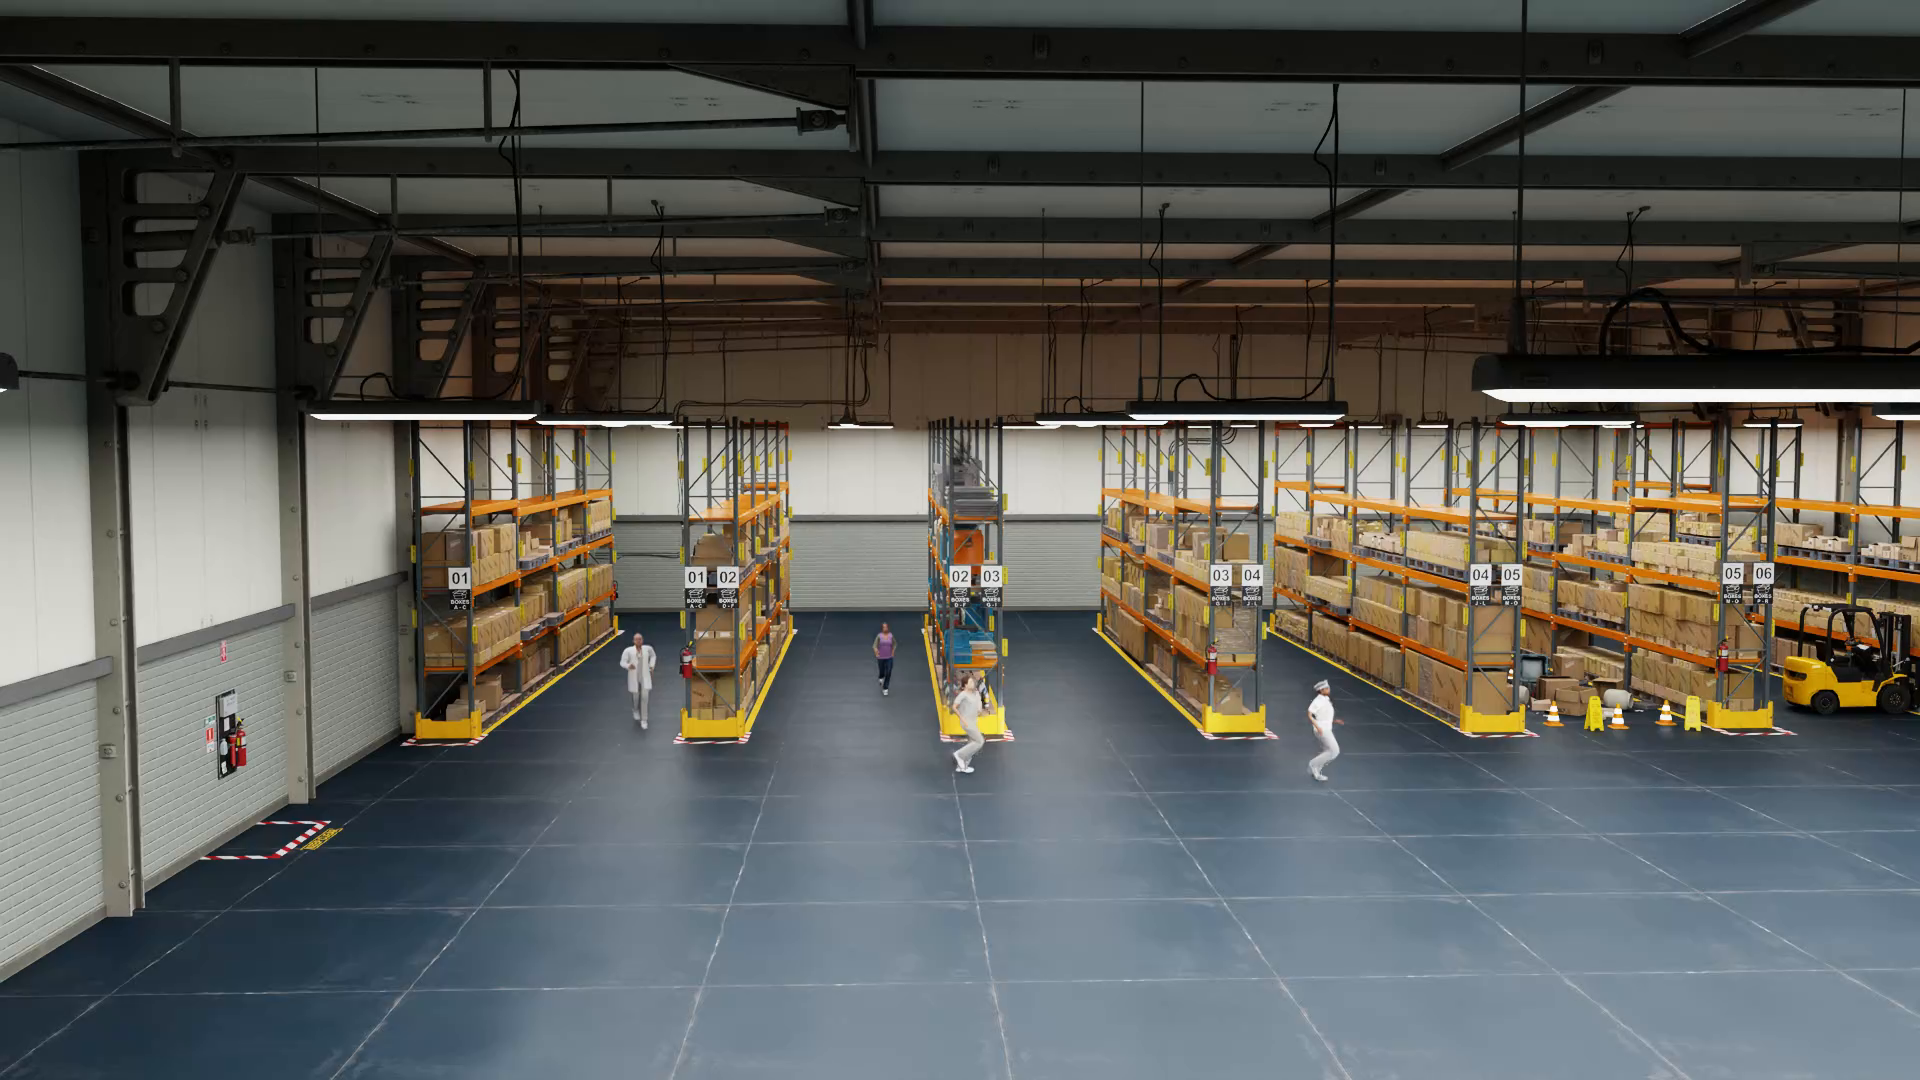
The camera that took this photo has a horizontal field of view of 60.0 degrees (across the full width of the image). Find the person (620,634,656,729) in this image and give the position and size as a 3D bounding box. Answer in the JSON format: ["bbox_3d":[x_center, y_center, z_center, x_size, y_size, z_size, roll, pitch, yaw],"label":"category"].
[{"bbox_3d":[-6.245,2.713,32.337,0.707,1.798,1.049,-1,4,-15],"label":"person"}]

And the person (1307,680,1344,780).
[{"bbox_3d":[6.004,3.111,27.218,0.556,1.654,0.574,2,4,22],"label":"person"}]

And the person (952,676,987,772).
[{"bbox_3d":[0.190,3.083,27.854,0.545,1.624,0.552,1,4,18],"label":"person"}]

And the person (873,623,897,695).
[{"bbox_3d":[-1.633,2.582,36.349,0.537,1.561,0.589,-1,4,-10],"label":"person"}]
